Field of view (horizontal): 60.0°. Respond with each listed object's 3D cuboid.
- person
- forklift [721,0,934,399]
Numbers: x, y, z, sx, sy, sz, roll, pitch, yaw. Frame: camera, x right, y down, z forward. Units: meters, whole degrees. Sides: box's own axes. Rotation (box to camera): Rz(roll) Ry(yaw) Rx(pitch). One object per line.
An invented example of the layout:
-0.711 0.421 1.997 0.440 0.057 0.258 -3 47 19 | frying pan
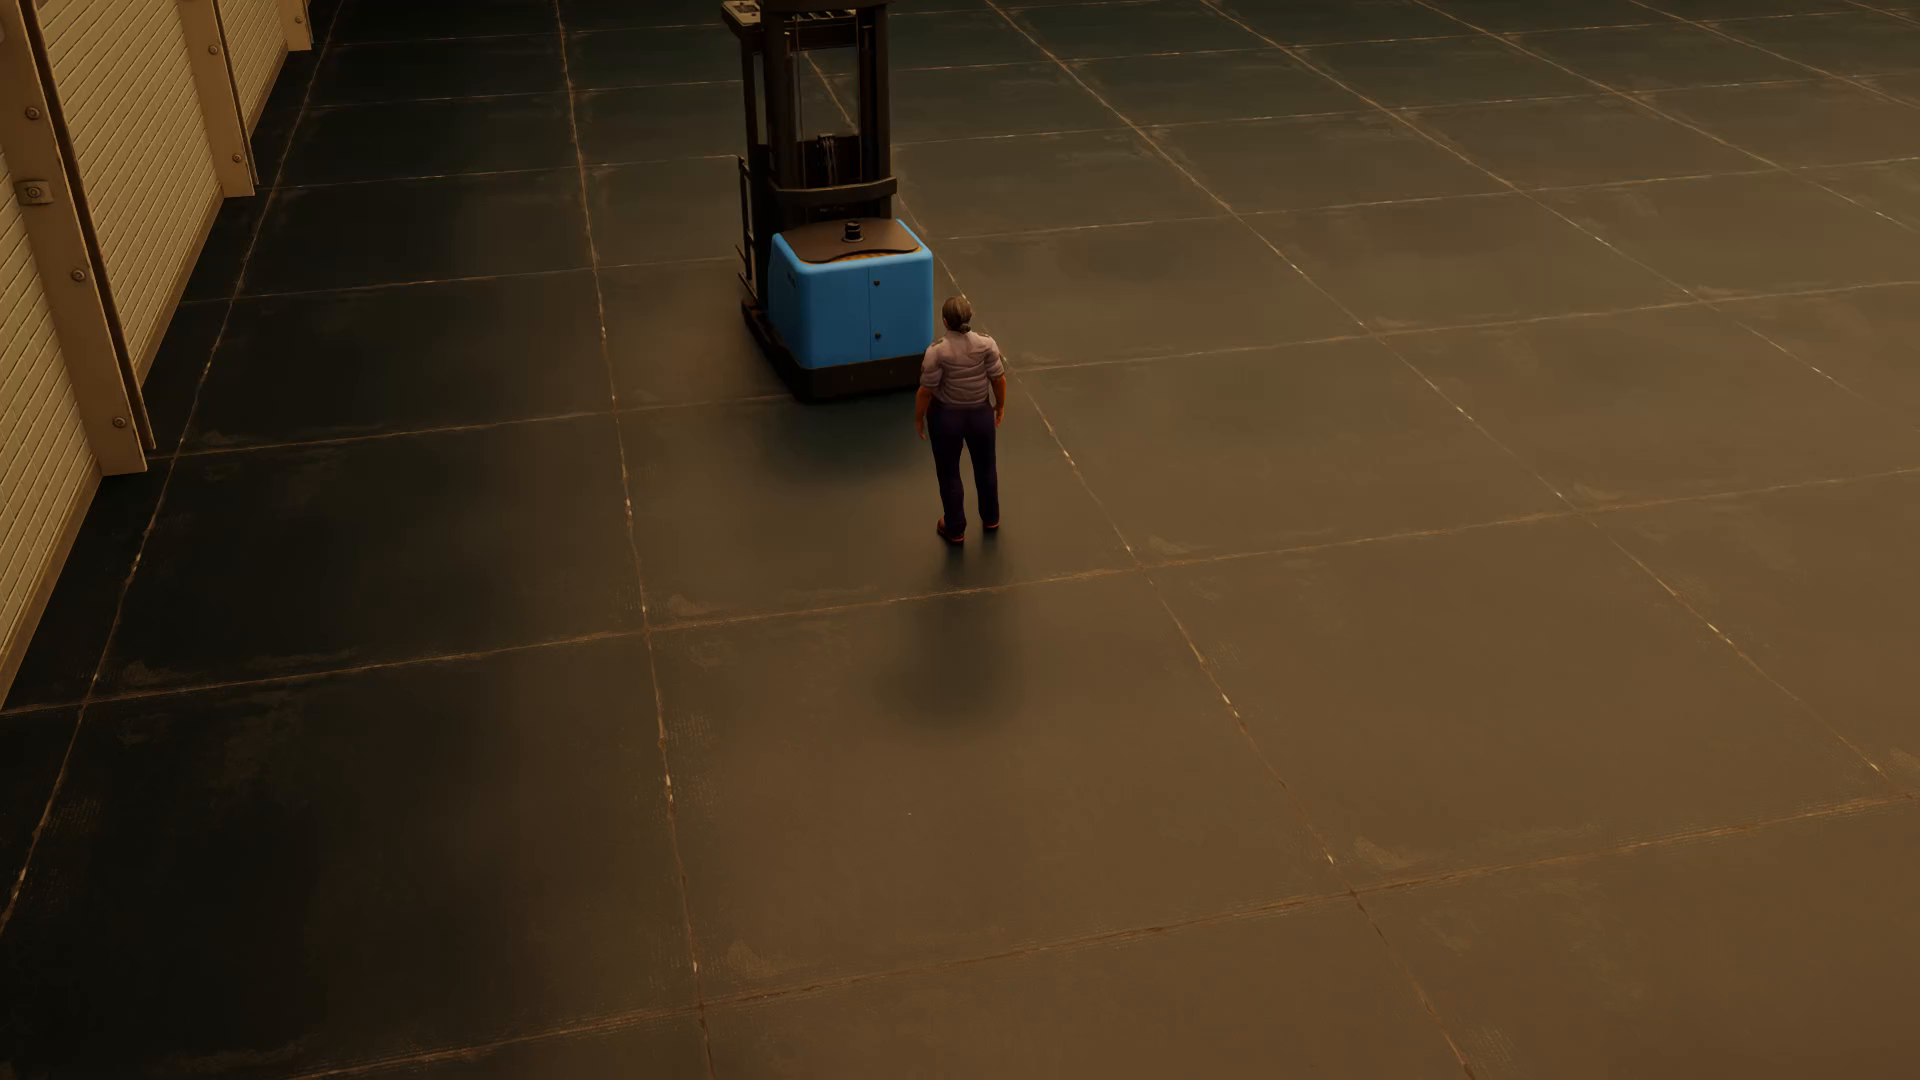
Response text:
0.001 -0.766 10.163 0.598 1.651 0.503 -7 31 -12 | person
-1.145 -3.022 12.794 1.130 2.935 3.031 -10 32 -17 | forklift
